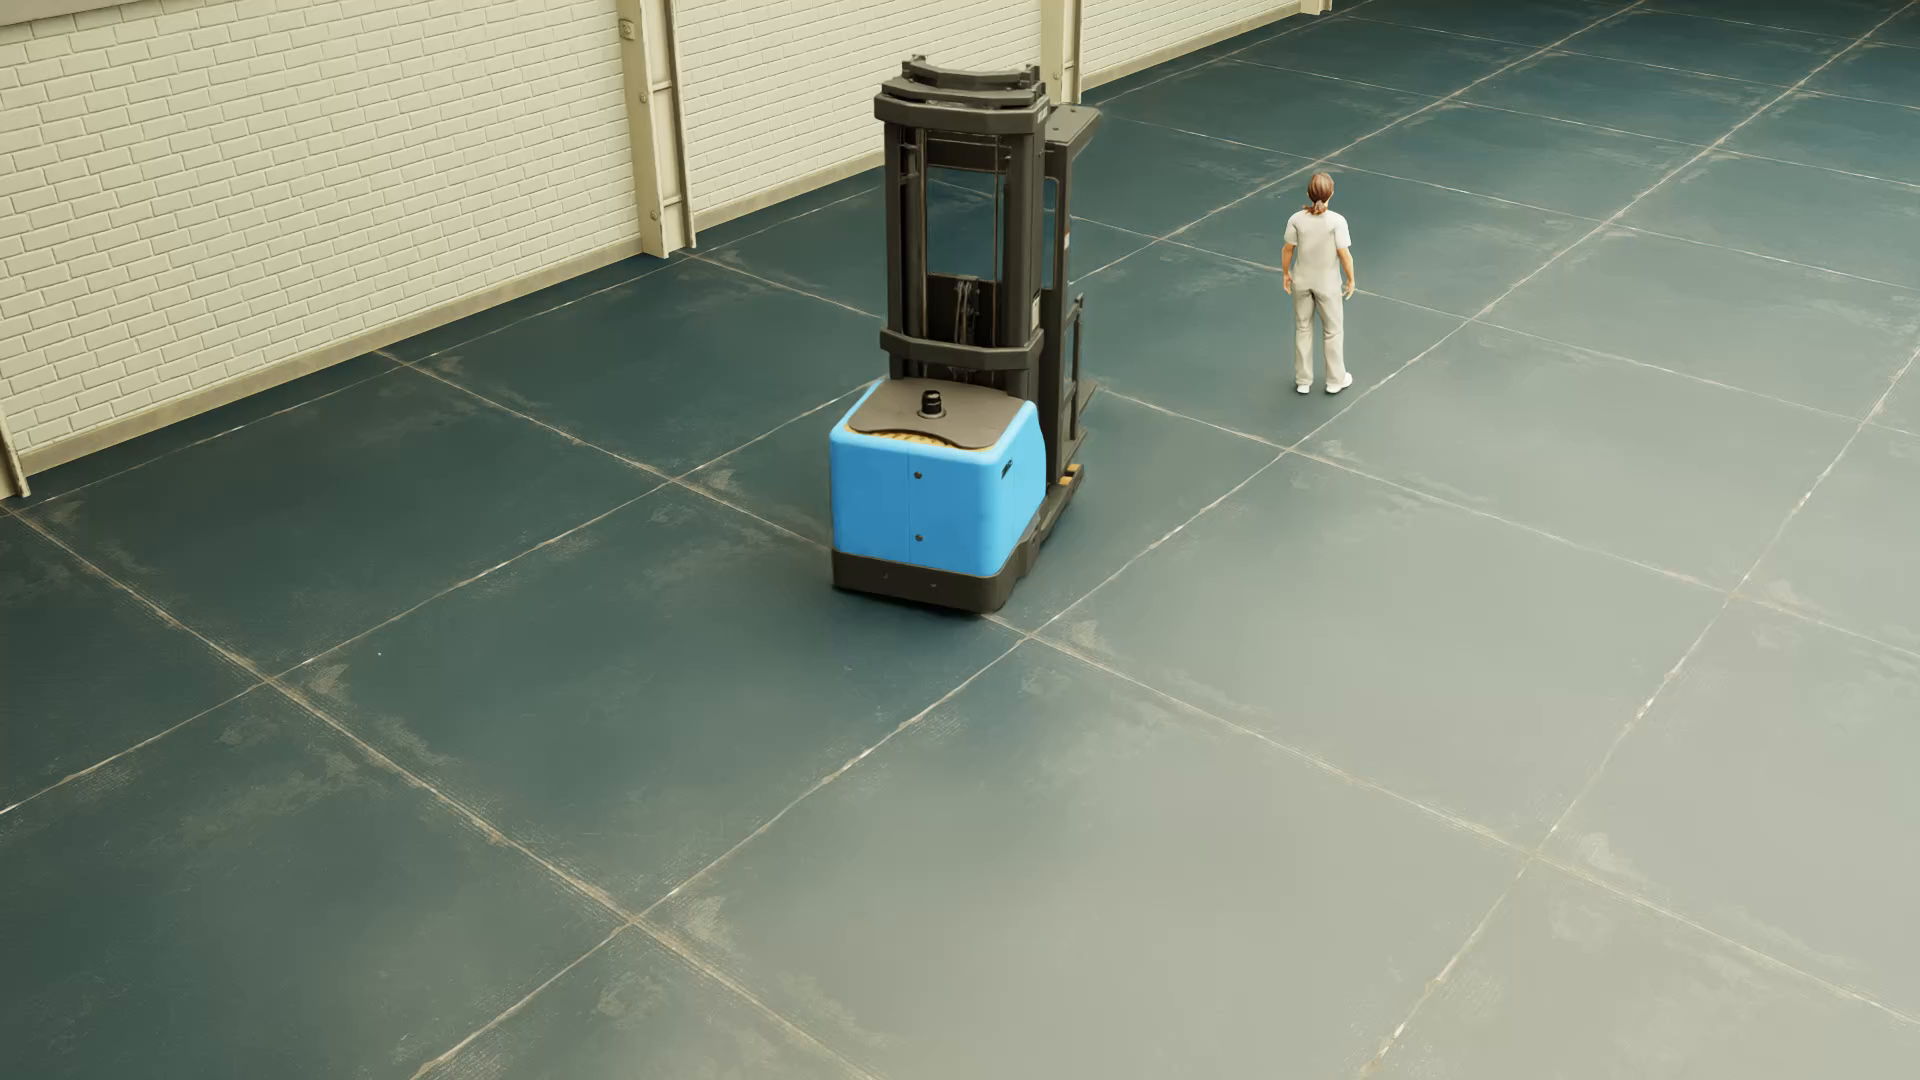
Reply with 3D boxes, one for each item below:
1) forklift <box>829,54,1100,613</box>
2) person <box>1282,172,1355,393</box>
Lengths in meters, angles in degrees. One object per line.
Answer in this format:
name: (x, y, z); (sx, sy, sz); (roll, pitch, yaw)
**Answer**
forklift: (0.193, -1.576, 10.292); (1.130, 2.935, 3.031); (10, 32, 16)
person: (2.600, -1.860, 12.023); (0.545, 1.665, 0.546); (15, 33, 24)
